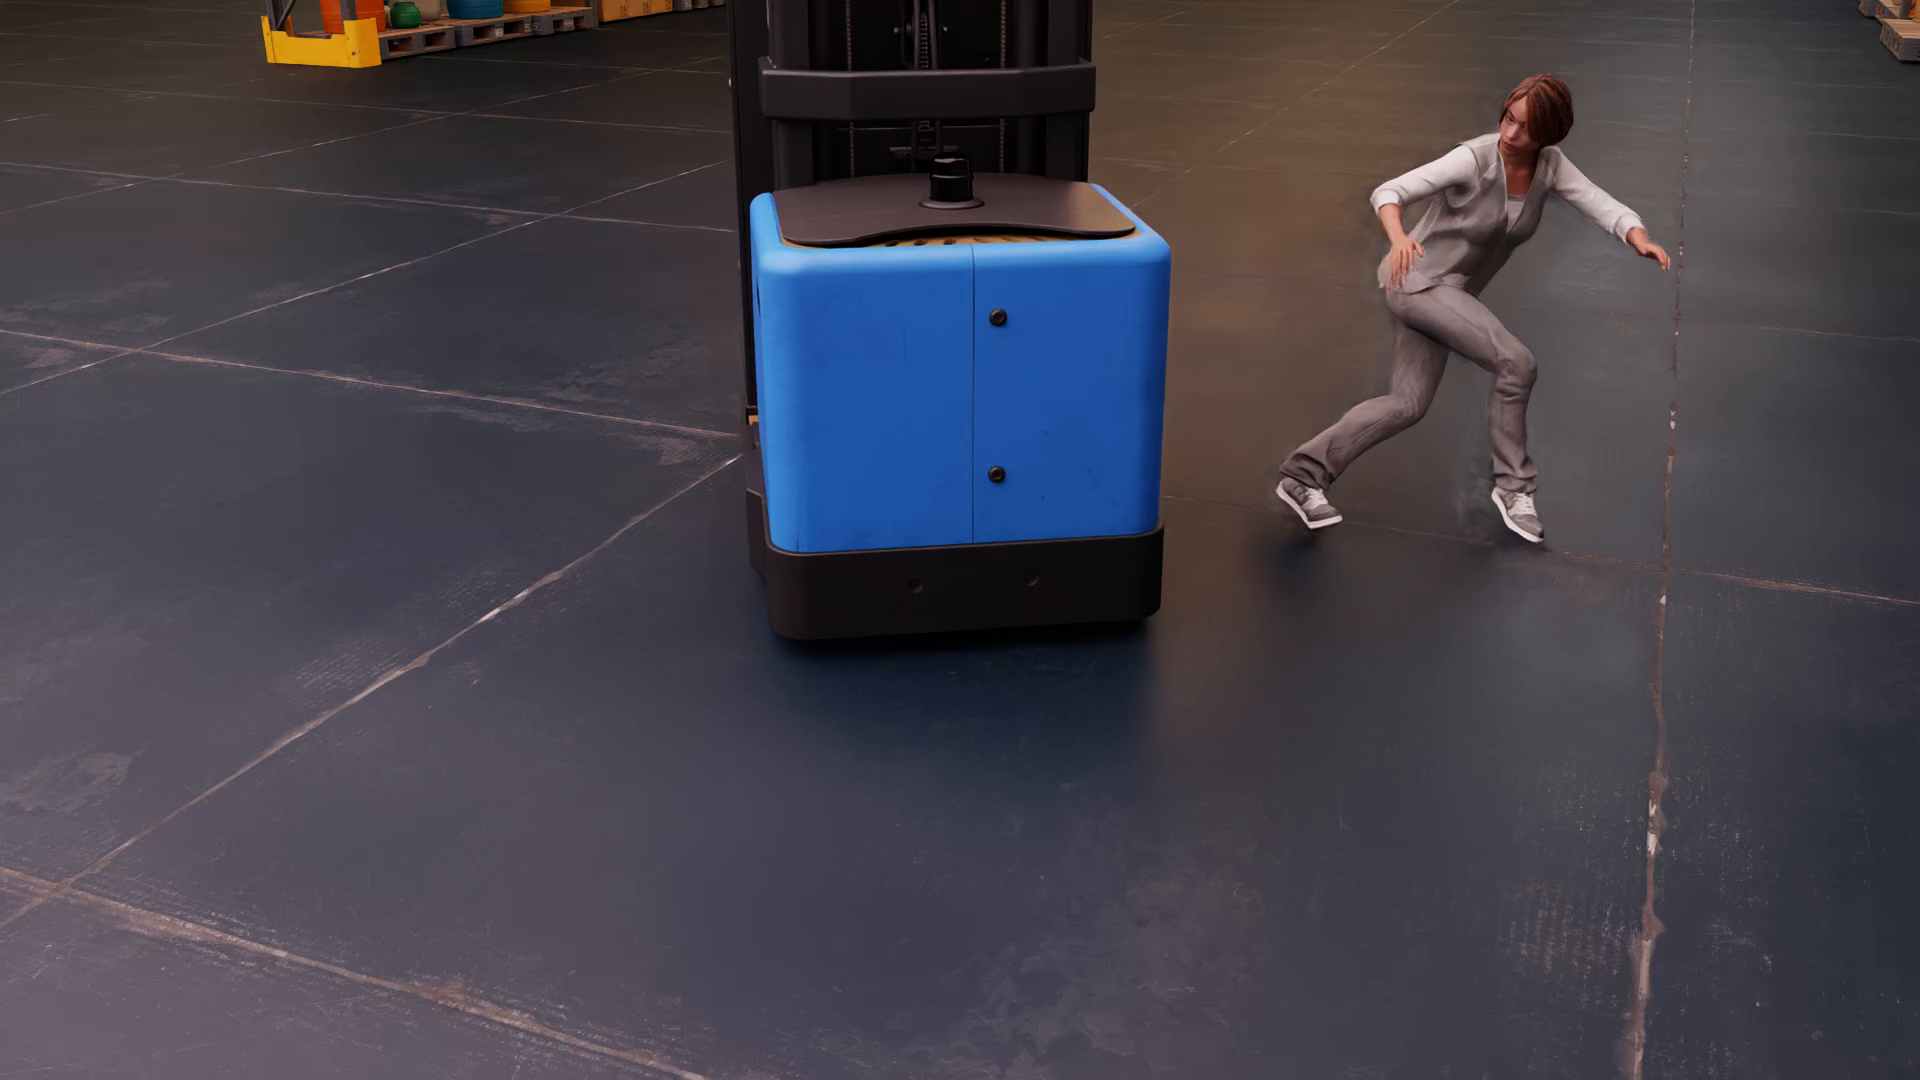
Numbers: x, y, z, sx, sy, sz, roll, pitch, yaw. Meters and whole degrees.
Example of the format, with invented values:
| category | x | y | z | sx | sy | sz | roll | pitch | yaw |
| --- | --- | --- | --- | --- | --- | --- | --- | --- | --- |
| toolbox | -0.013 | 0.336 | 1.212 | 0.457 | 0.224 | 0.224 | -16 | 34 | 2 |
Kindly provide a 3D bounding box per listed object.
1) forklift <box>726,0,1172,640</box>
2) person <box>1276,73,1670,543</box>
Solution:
| category | x | y | z | sx | sy | sz | roll | pitch | yaw |
| --- | --- | --- | --- | --- | --- | --- | --- | --- | --- |
| forklift | -0.184 | -1.628 | 5.187 | 1.130 | 2.935 | 3.031 | -3 | 23 | -8 |
| person | 1.525 | -0.648 | 4.884 | 0.937 | 1.382 | 0.827 | 21 | 31 | 41 |
